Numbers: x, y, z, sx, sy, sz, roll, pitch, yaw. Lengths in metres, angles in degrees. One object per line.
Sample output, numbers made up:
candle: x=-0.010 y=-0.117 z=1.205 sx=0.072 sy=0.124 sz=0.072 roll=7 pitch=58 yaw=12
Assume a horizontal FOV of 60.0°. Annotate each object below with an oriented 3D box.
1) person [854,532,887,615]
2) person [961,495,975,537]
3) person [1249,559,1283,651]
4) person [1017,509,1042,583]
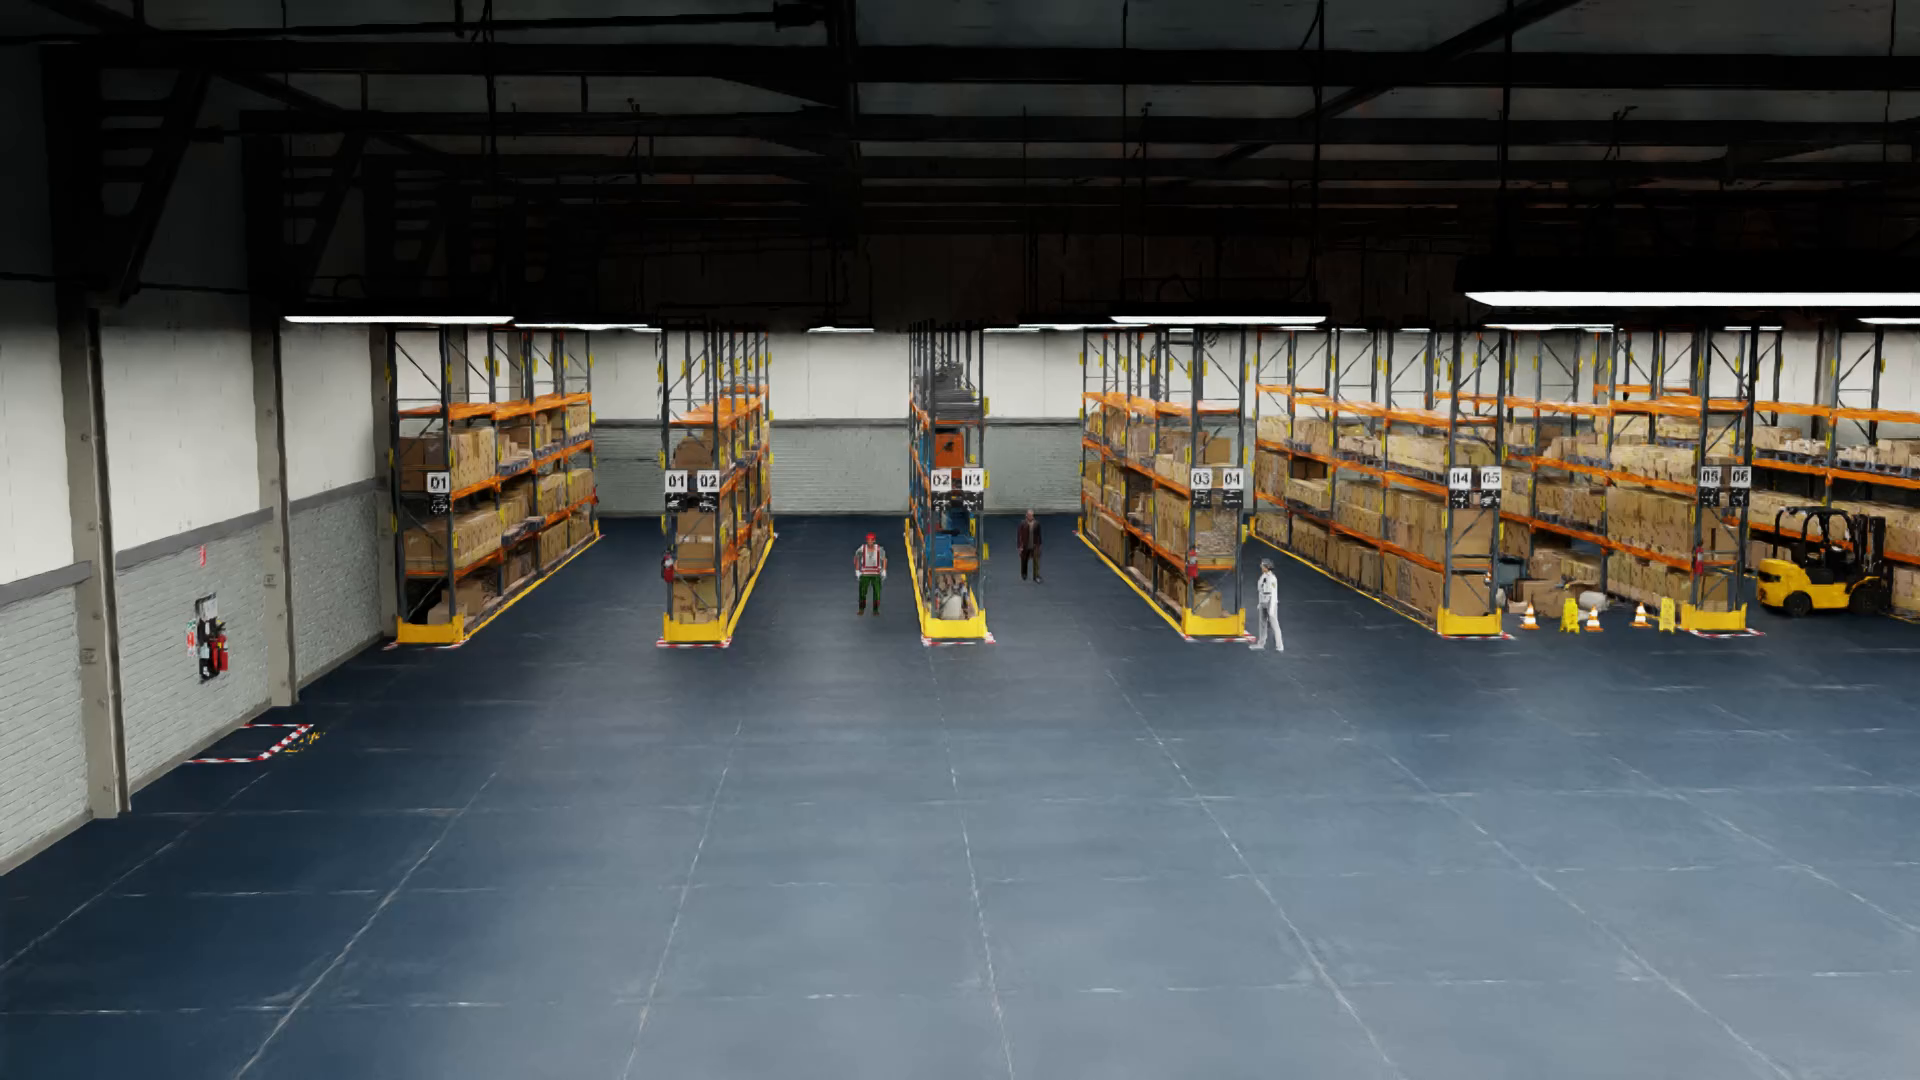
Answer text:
person: x=-1.820 y=0.694 z=33.838 sx=0.677 sy=1.742 sz=0.547 roll=-1 pitch=7 yaw=-4
person: x=0.194 y=-0.930 z=46.633 sx=0.401 sy=1.770 sz=0.655 roll=1 pitch=7 yaw=11
person: x=5.598 y=1.170 z=30.213 sx=0.494 sy=1.661 sz=0.587 roll=-2 pitch=7 yaw=-17
person: x=1.609 y=0.122 z=38.354 sx=0.599 sy=1.695 sz=1.186 roll=-1 pitch=7 yaw=-6
